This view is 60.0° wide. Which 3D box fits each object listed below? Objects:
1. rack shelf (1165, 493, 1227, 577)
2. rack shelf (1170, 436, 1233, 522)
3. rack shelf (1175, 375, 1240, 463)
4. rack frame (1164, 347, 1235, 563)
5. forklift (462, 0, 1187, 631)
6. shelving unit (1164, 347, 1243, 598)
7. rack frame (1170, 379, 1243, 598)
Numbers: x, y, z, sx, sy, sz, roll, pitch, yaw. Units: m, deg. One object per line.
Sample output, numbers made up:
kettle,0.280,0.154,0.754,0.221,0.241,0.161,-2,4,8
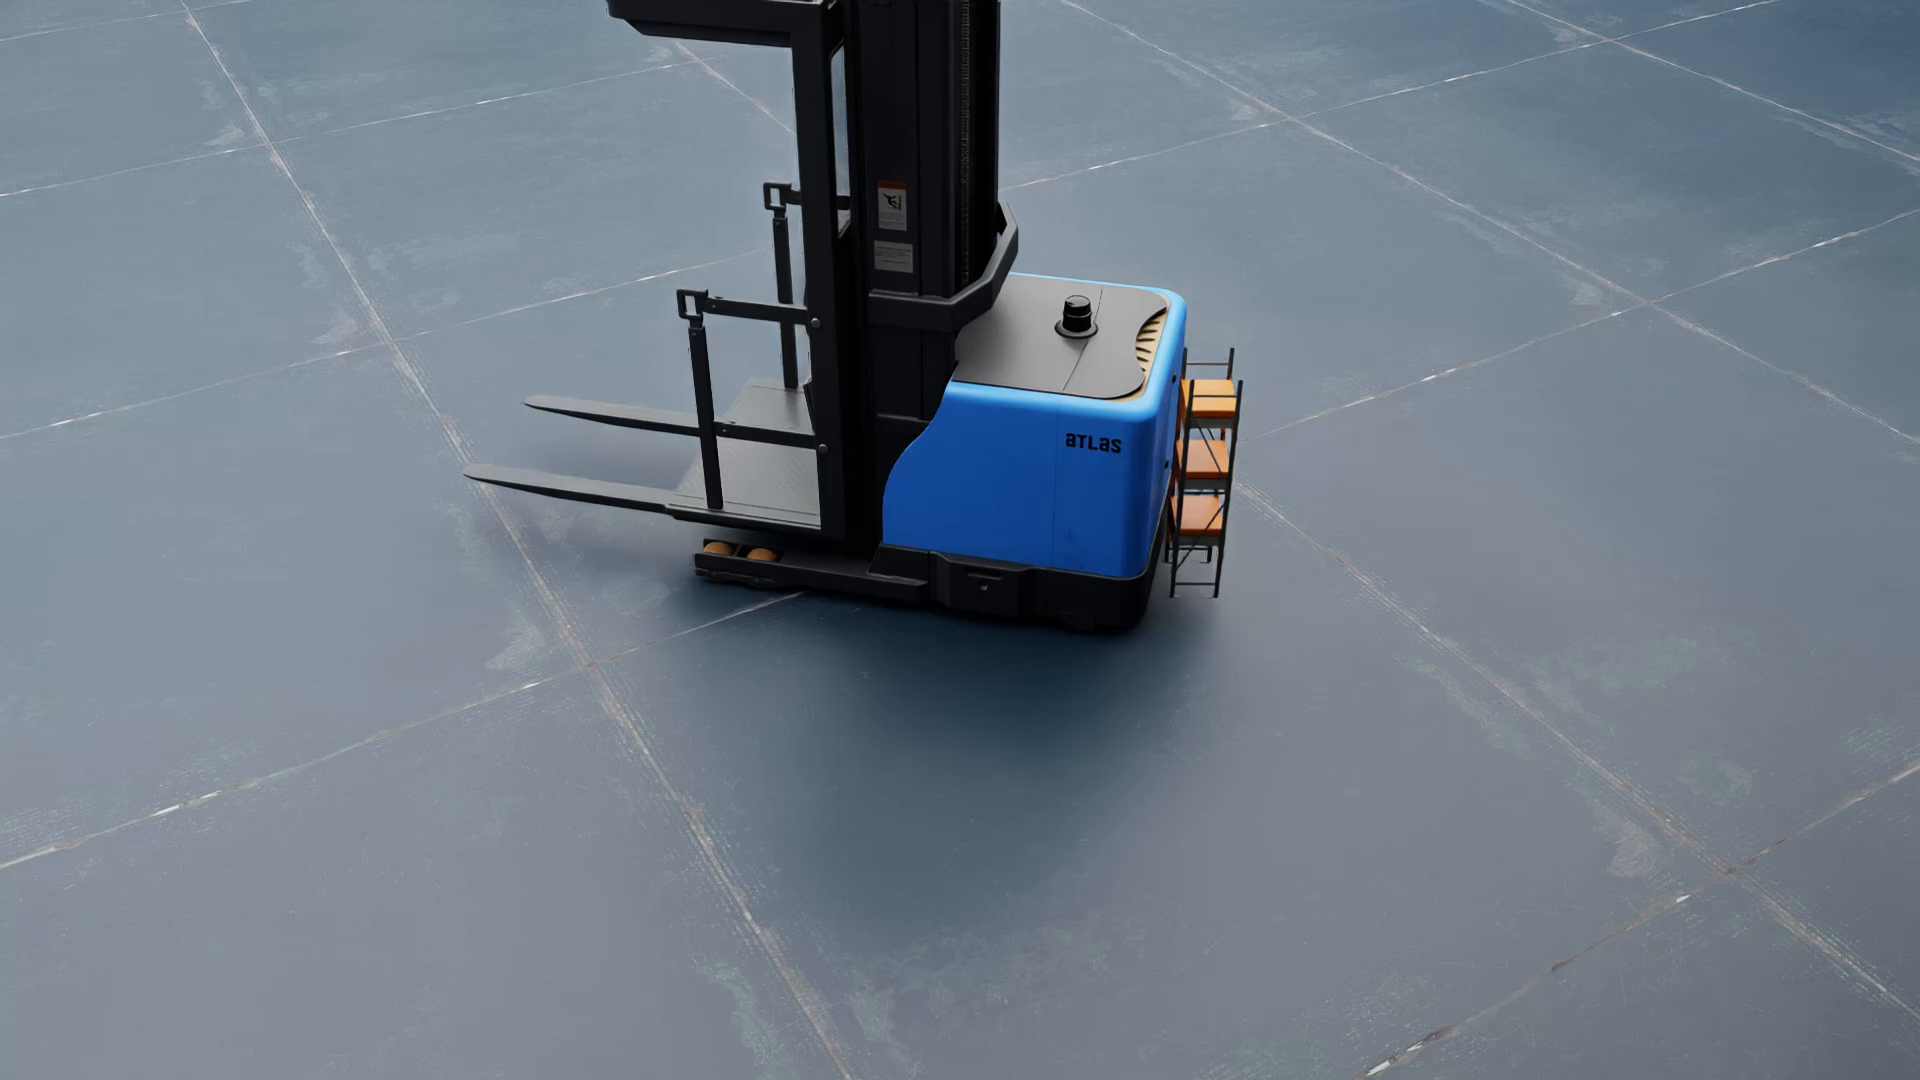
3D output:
rack shelf,0.973,-0.022,6.880,0.215,0.259,0.240,0,36,0
rack shelf,0.973,-0.247,6.716,0.215,0.259,0.240,0,36,0
rack shelf,0.973,-0.476,6.548,0.215,0.259,0.240,0,36,0
rack frame,0.973,-0.327,6.808,0.200,1.050,0.008,0,36,0
forklift,-0.629,-1.274,6.509,3.031,2.935,1.130,8,37,11
shelving unit,0.973,-0.255,6.710,0.215,1.050,0.252,0,36,0
rack frame,0.973,-0.183,6.611,0.200,1.050,0.008,0,36,0
